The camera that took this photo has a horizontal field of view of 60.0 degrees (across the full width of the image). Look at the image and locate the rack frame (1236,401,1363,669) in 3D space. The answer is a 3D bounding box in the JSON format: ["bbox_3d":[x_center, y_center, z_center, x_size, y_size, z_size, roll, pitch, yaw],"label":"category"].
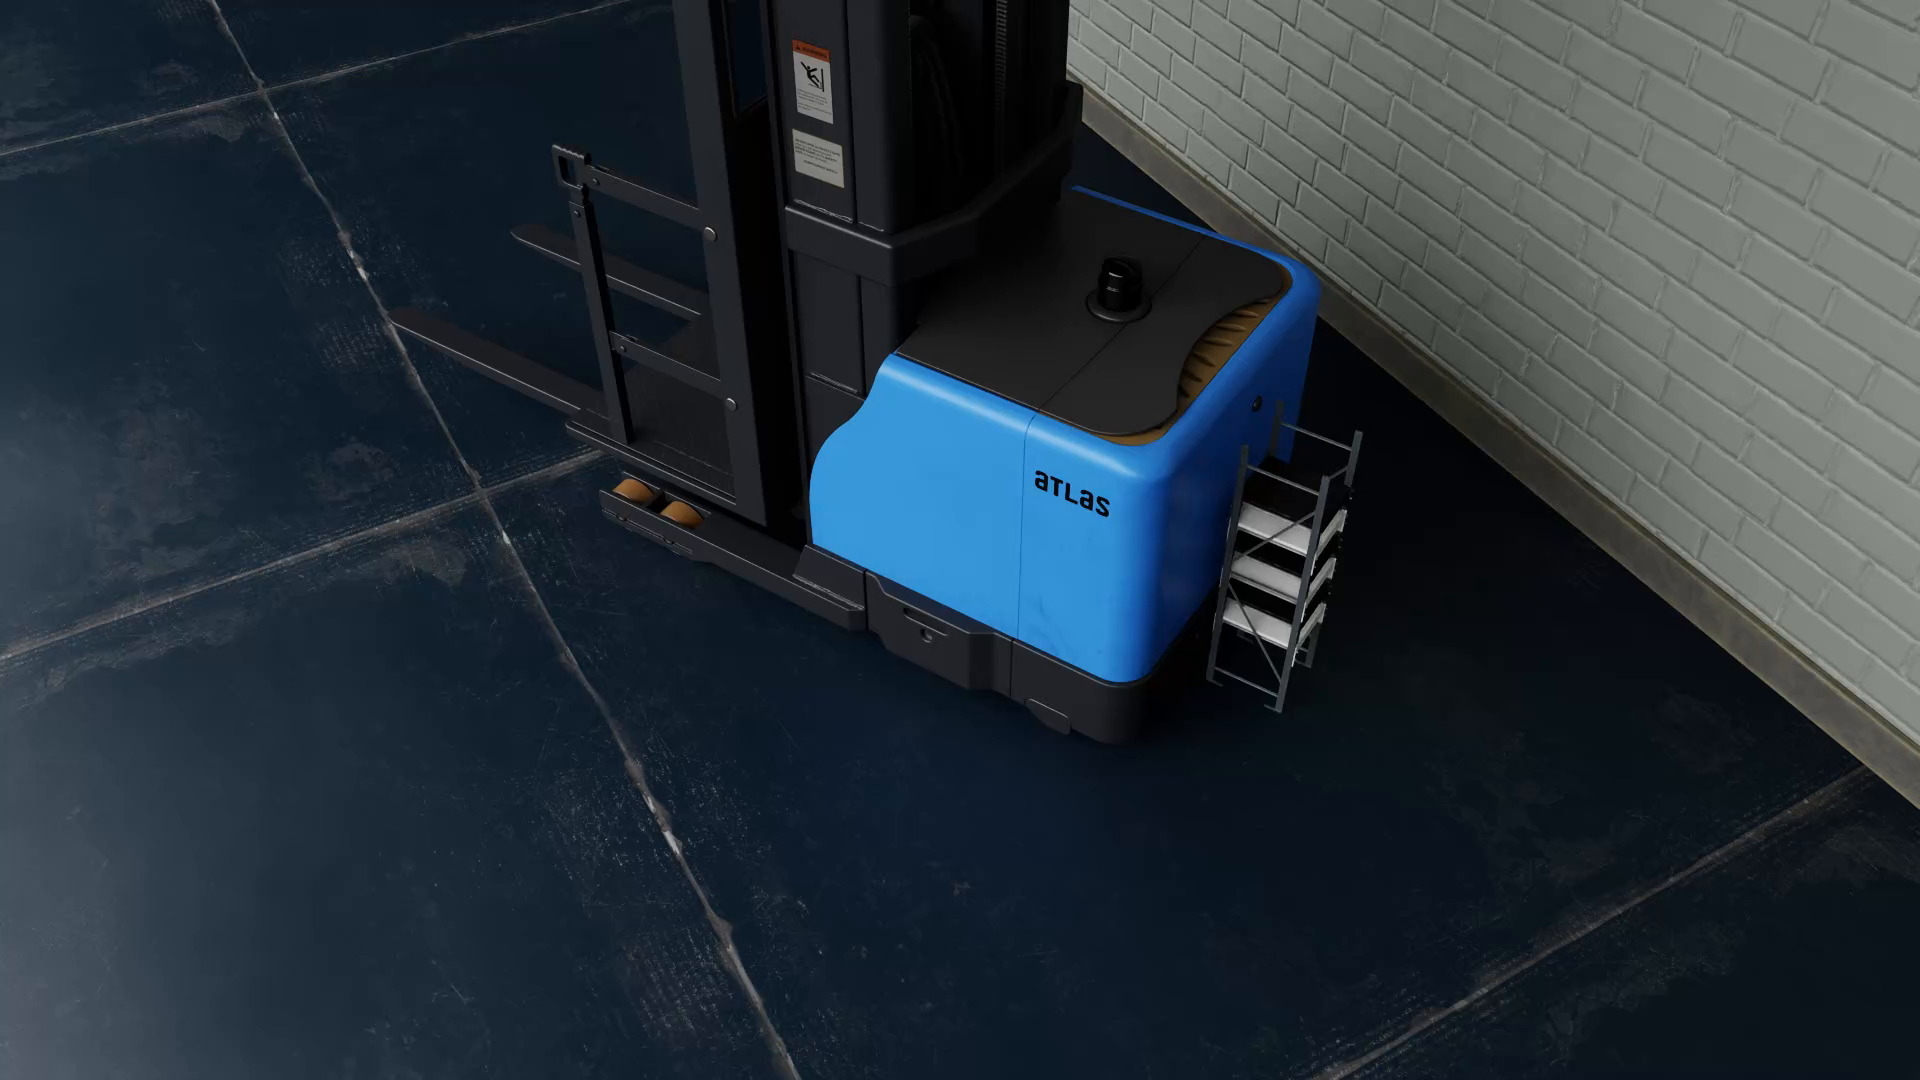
[{"bbox_3d":[0.926,0.006,4.597,0.240,0.900,0.006,24,49,23],"label":"rack frame"}]

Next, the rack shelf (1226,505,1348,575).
[{"bbox_3d":[0.871,-0.039,4.434,0.258,0.077,0.200,24,49,23],"label":"rack shelf"}]

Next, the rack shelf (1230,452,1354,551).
[{"bbox_3d":[0.871,-0.104,4.371,0.258,0.077,0.200,24,49,23],"label":"rack shelf"}]

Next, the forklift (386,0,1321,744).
[{"bbox_3d":[-0.528,-1.289,4.474,3.031,2.935,1.130,24,49,23],"label":"forklift"}]

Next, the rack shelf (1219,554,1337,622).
[{"bbox_3d":[0.871,0.090,4.559,0.258,0.077,0.200,24,49,23],"label":"rack shelf"}]

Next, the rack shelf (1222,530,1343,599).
[{"bbox_3d":[0.871,0.025,4.496,0.258,0.077,0.200,24,49,23],"label":"rack shelf"}]

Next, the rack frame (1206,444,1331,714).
[{"bbox_3d":[0.816,0.125,4.475,0.240,0.900,0.006,24,49,23],"label":"rack frame"}]

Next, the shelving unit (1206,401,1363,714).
[{"bbox_3d":[0.871,0.066,4.536,0.258,0.900,0.210,24,49,23],"label":"shelving unit"}]

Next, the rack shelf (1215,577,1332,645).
[{"bbox_3d":[0.871,0.154,4.622,0.258,0.077,0.200,24,49,23],"label":"rack shelf"}]

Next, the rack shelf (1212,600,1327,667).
[{"bbox_3d":[0.871,0.219,4.685,0.258,0.077,0.200,24,49,23],"label":"rack shelf"}]
